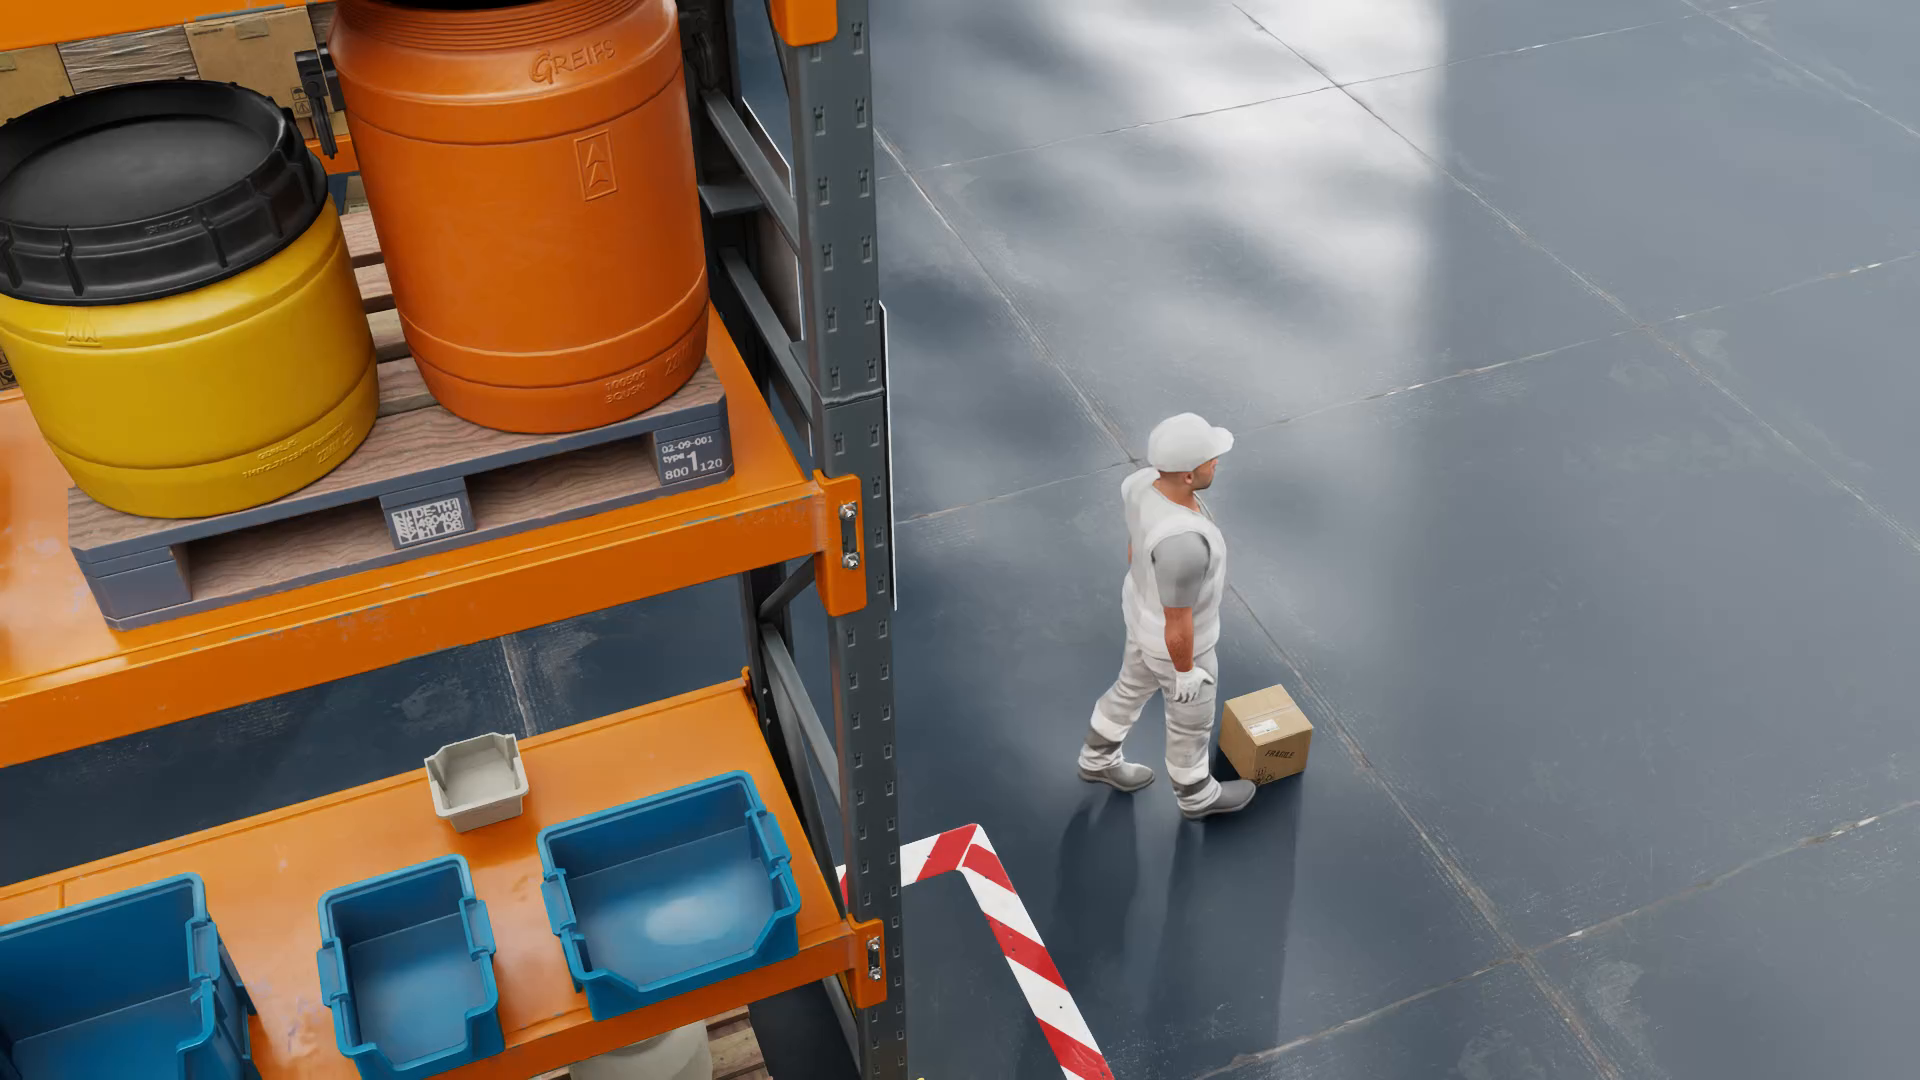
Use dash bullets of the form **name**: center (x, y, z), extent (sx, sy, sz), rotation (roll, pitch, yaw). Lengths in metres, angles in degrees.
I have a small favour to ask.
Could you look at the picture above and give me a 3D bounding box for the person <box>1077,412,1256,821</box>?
- **person**: center (0.790, 0.295, 5.798), extent (0.644, 1.792, 0.550), rotation (-6, 42, -7)
